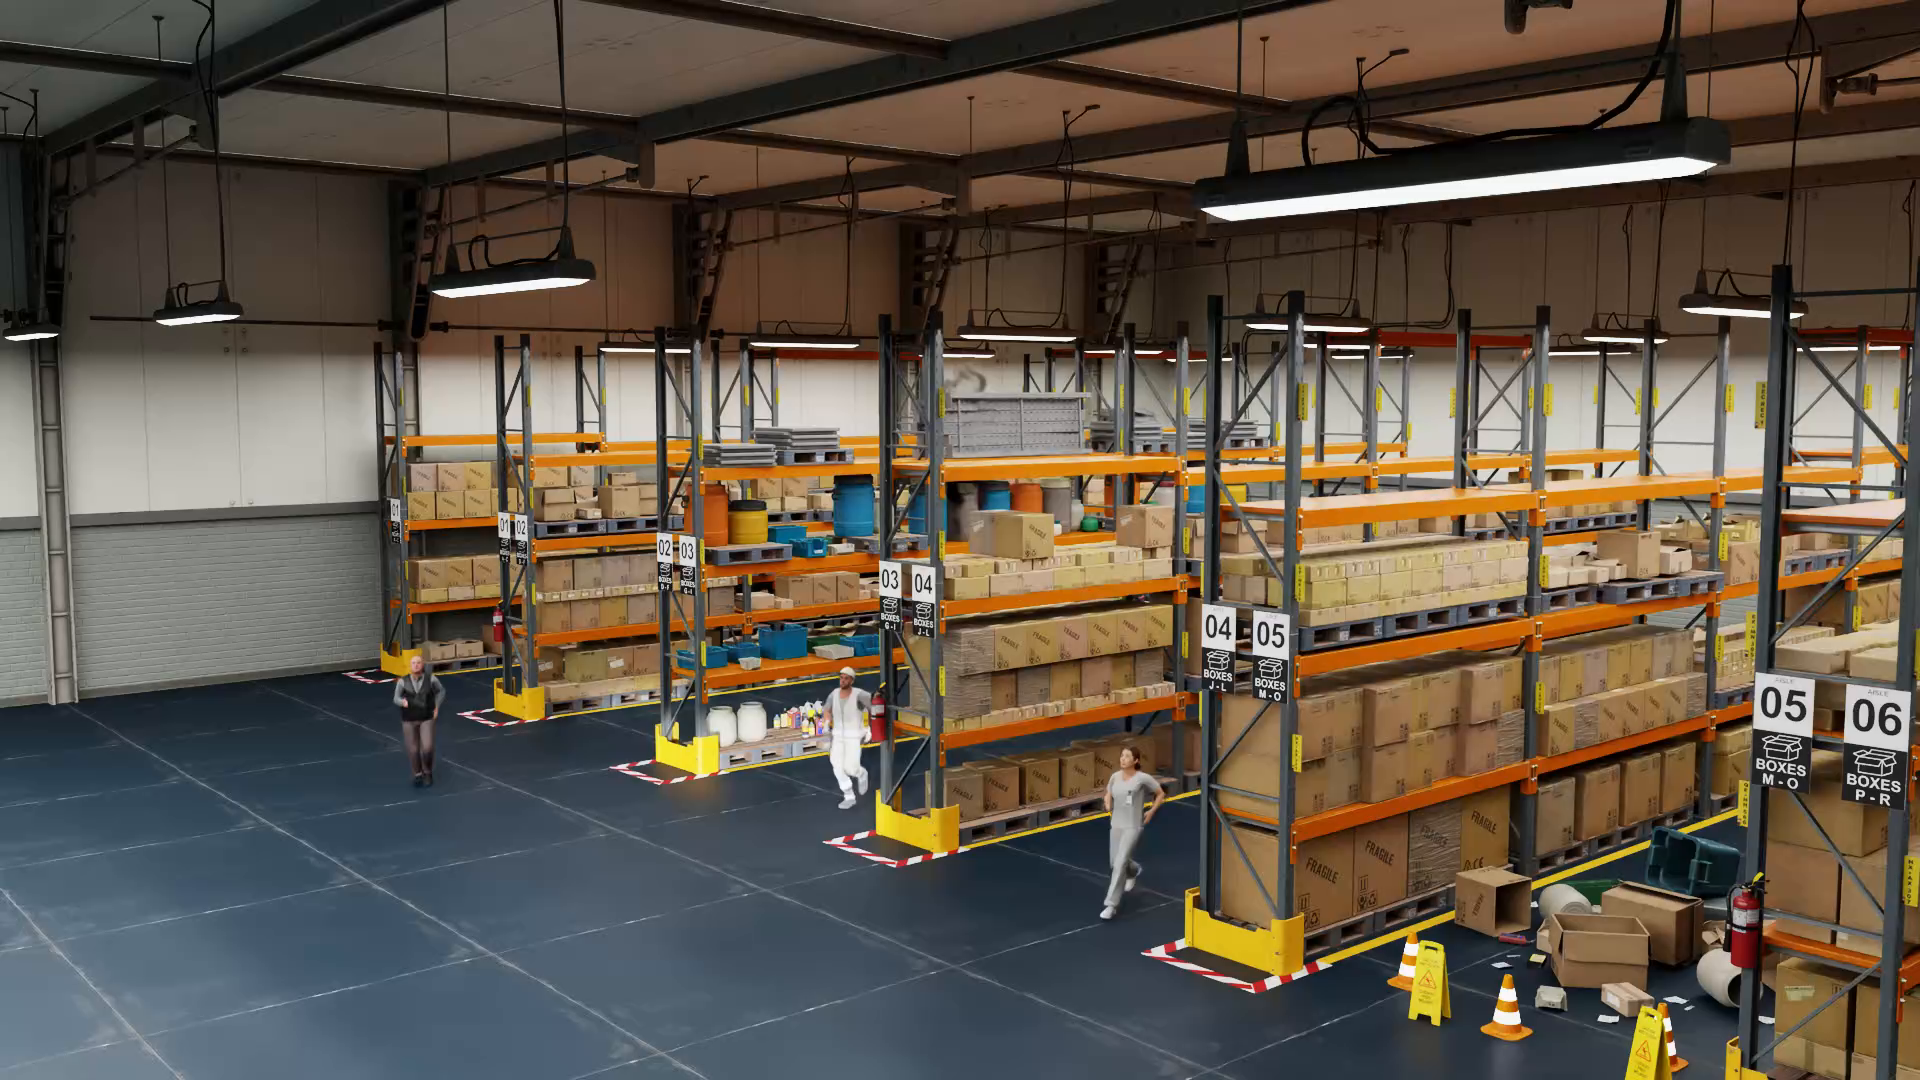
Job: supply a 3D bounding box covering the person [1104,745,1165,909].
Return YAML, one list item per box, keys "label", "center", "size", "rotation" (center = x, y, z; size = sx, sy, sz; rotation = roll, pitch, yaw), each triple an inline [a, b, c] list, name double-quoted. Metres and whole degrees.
- label: "person"
  center: [1.660, 2.825, 16.476]
  size: [0.583, 1.531, 0.787]
  rotation: [4, 6, 37]

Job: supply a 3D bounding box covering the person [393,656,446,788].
- label: "person"
  center: [-6.991, 2.362, 21.496]
  size: [0.641, 1.721, 0.651]
  rotation: [-1, 5, -13]

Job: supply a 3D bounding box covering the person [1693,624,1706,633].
- label: "person"
  center: [10.960, 2.084, 24.691]
  size: [0.692, 1.619, 0.572]
  rotation: [-4, 6, -36]

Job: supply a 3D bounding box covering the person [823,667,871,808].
- label: "person"
  center: [-1.386, 2.432, 20.504]
  size: [0.701, 1.746, 0.610]
  rotation: [2, 6, 20]
